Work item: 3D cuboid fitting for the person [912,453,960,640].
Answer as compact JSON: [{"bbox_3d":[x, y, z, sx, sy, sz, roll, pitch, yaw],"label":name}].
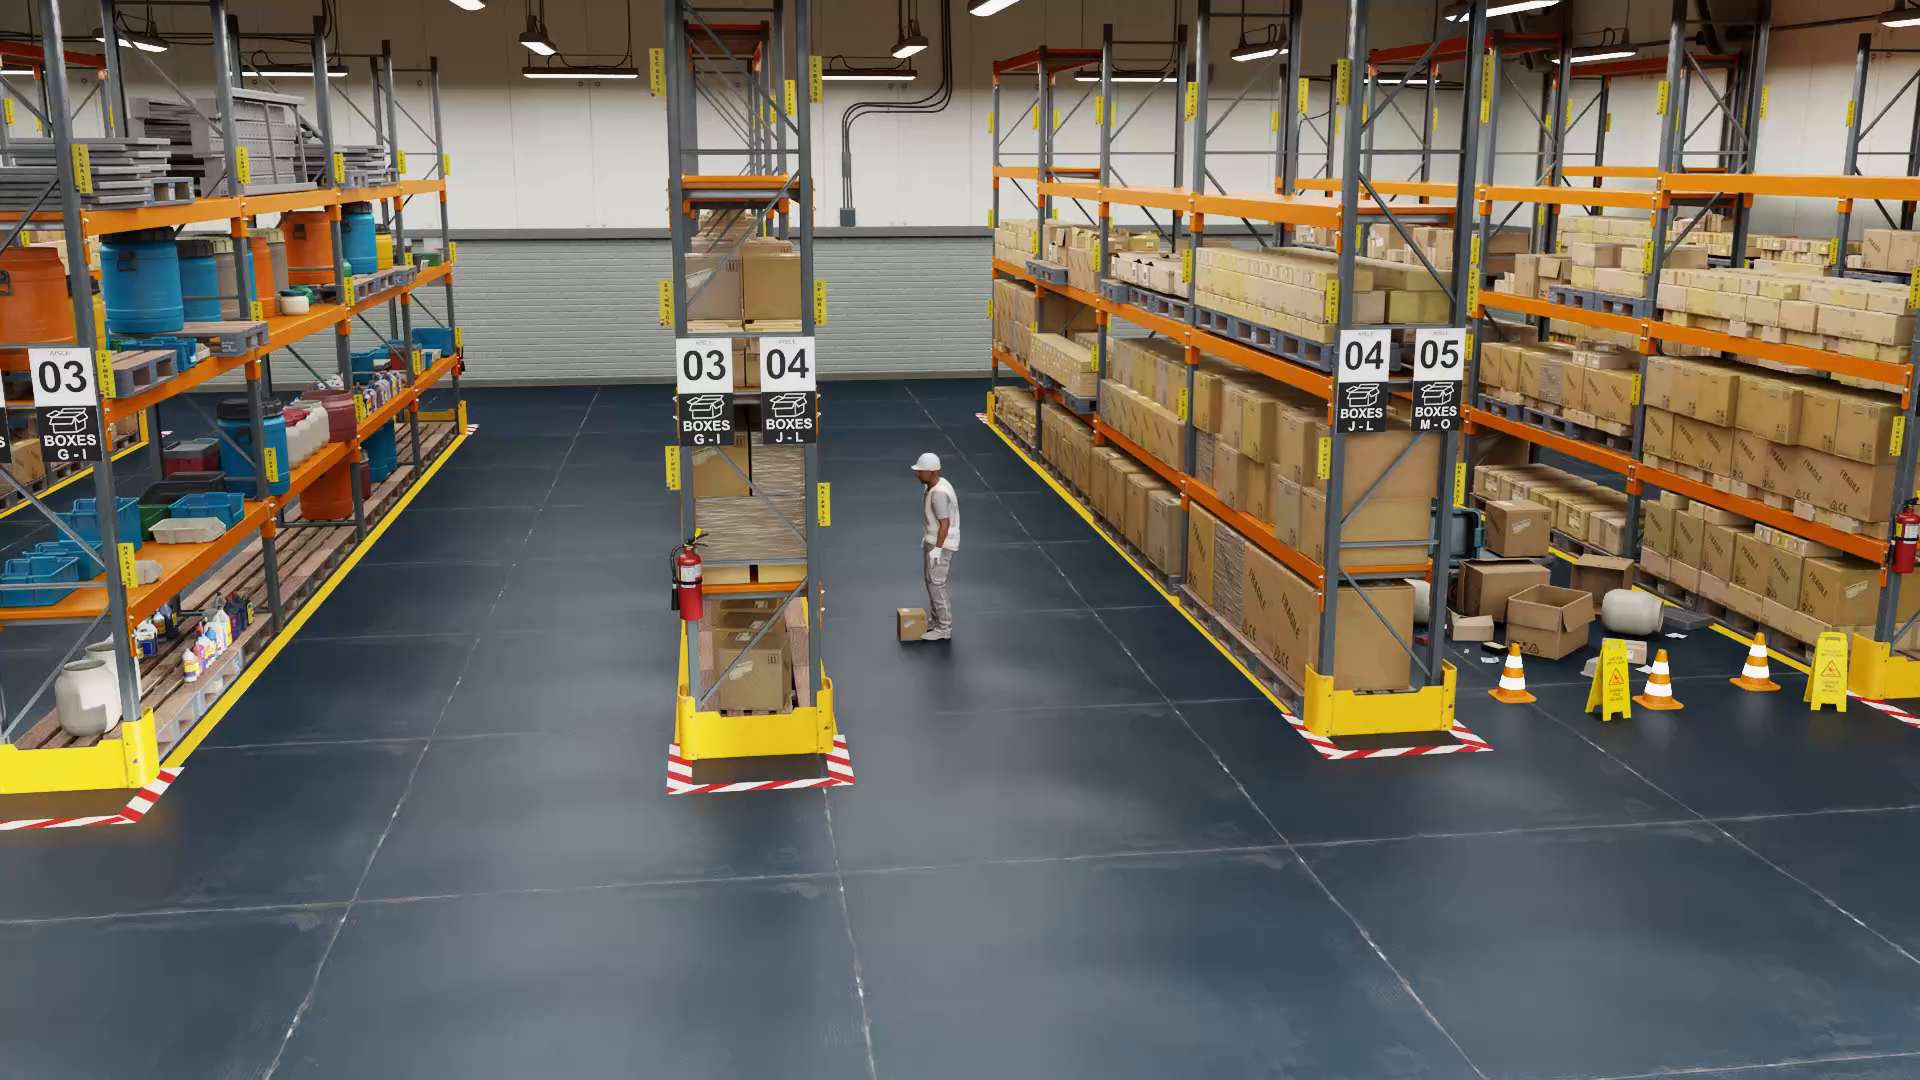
[{"bbox_3d":[-0.233,0.049,15.746,0.446,1.774,0.619,-2,13,-8],"label":"person"}]
